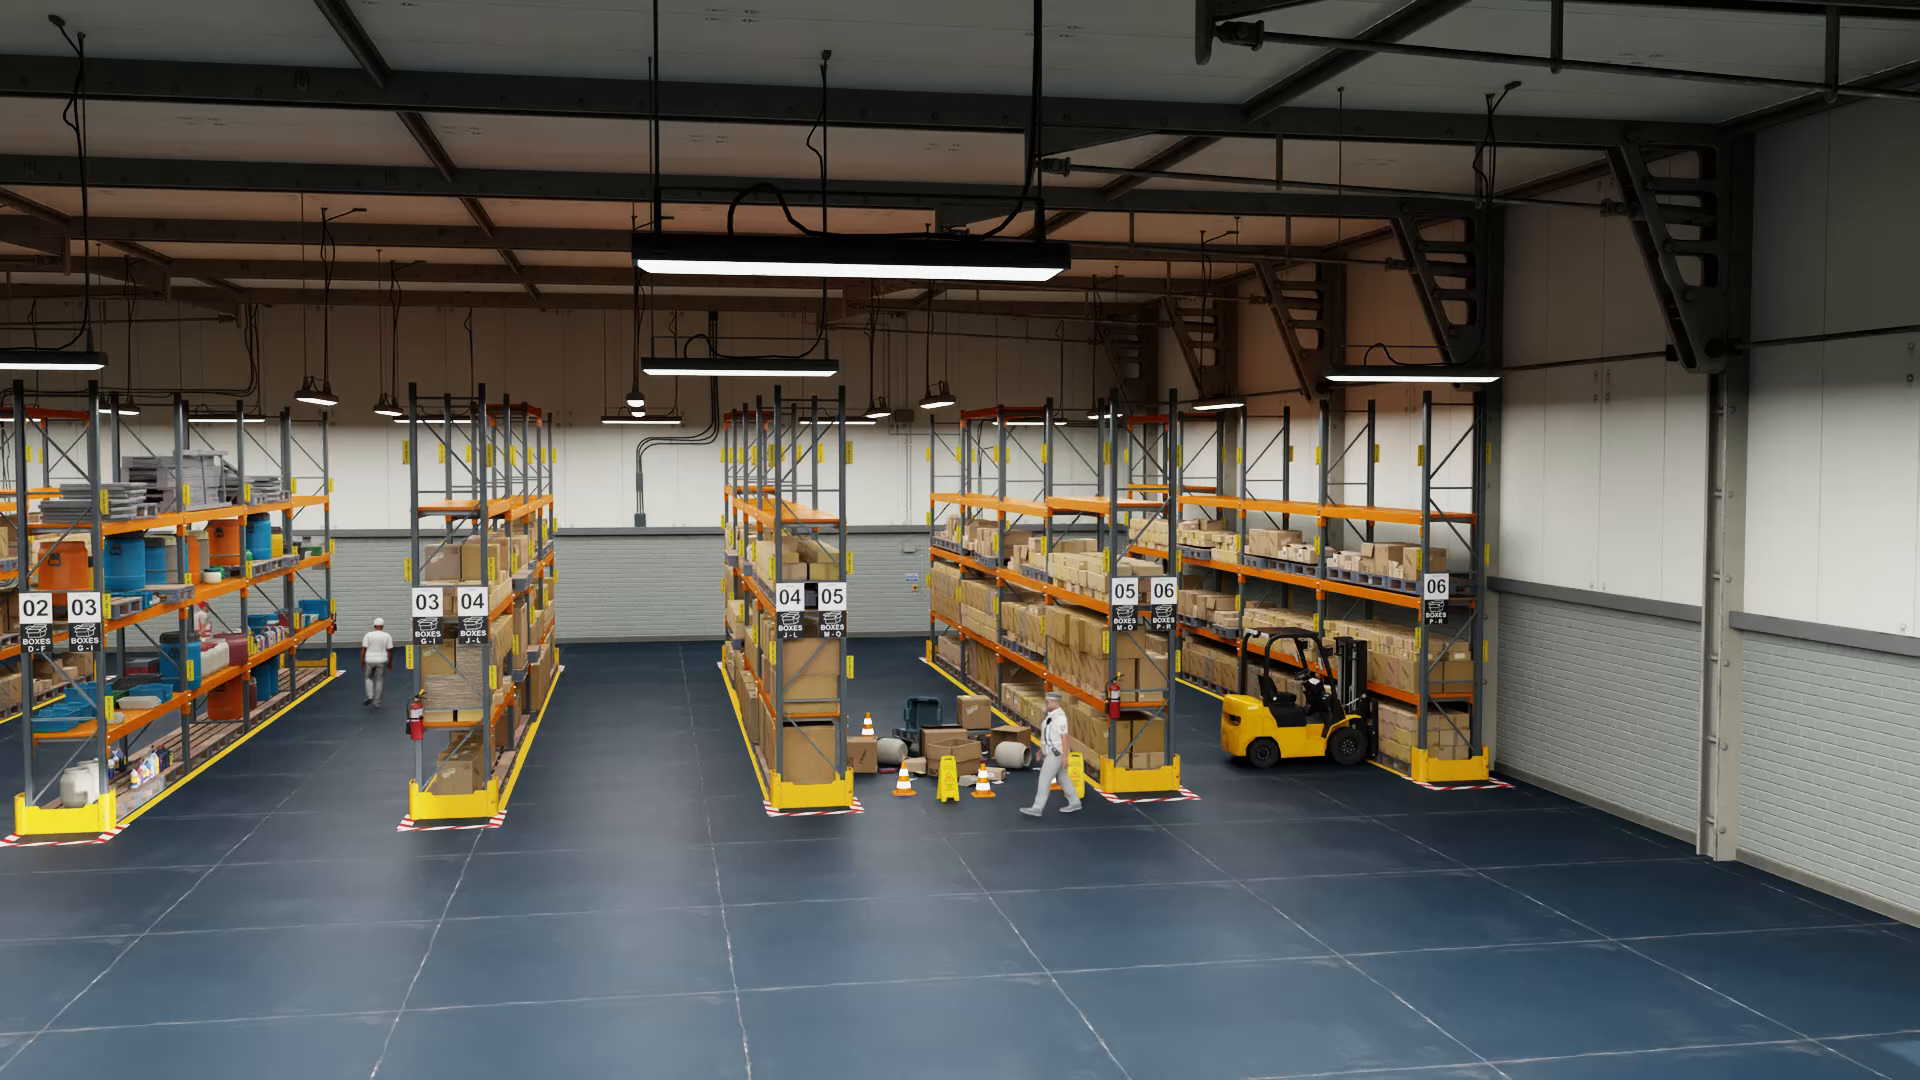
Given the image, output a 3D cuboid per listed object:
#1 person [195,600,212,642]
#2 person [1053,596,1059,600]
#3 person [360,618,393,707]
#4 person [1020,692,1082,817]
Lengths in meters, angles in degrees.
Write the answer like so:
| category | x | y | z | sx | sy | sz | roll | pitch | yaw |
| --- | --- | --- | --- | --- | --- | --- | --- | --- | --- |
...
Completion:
| category | x | y | z | sx | sy | sz | roll | pitch | yaw |
| --- | --- | --- | --- | --- | --- | --- | --- | --- | --- |
| person | -16.866 | 2.221 | 37.024 | 0.540 | 1.769 | 0.509 | 1 | 3 | 23 |
| person | 2.236 | 1.994 | 39.045 | 0.552 | 1.643 | 0.648 | -2 | 3 | -31 |
| person | -11.598 | 2.435 | 33.076 | 0.618 | 1.762 | 0.455 | -1 | 3 | -14 |
| person | 1.266 | 2.965 | 23.154 | 0.909 | 1.717 | 0.550 | 0 | 3 | -3 |
